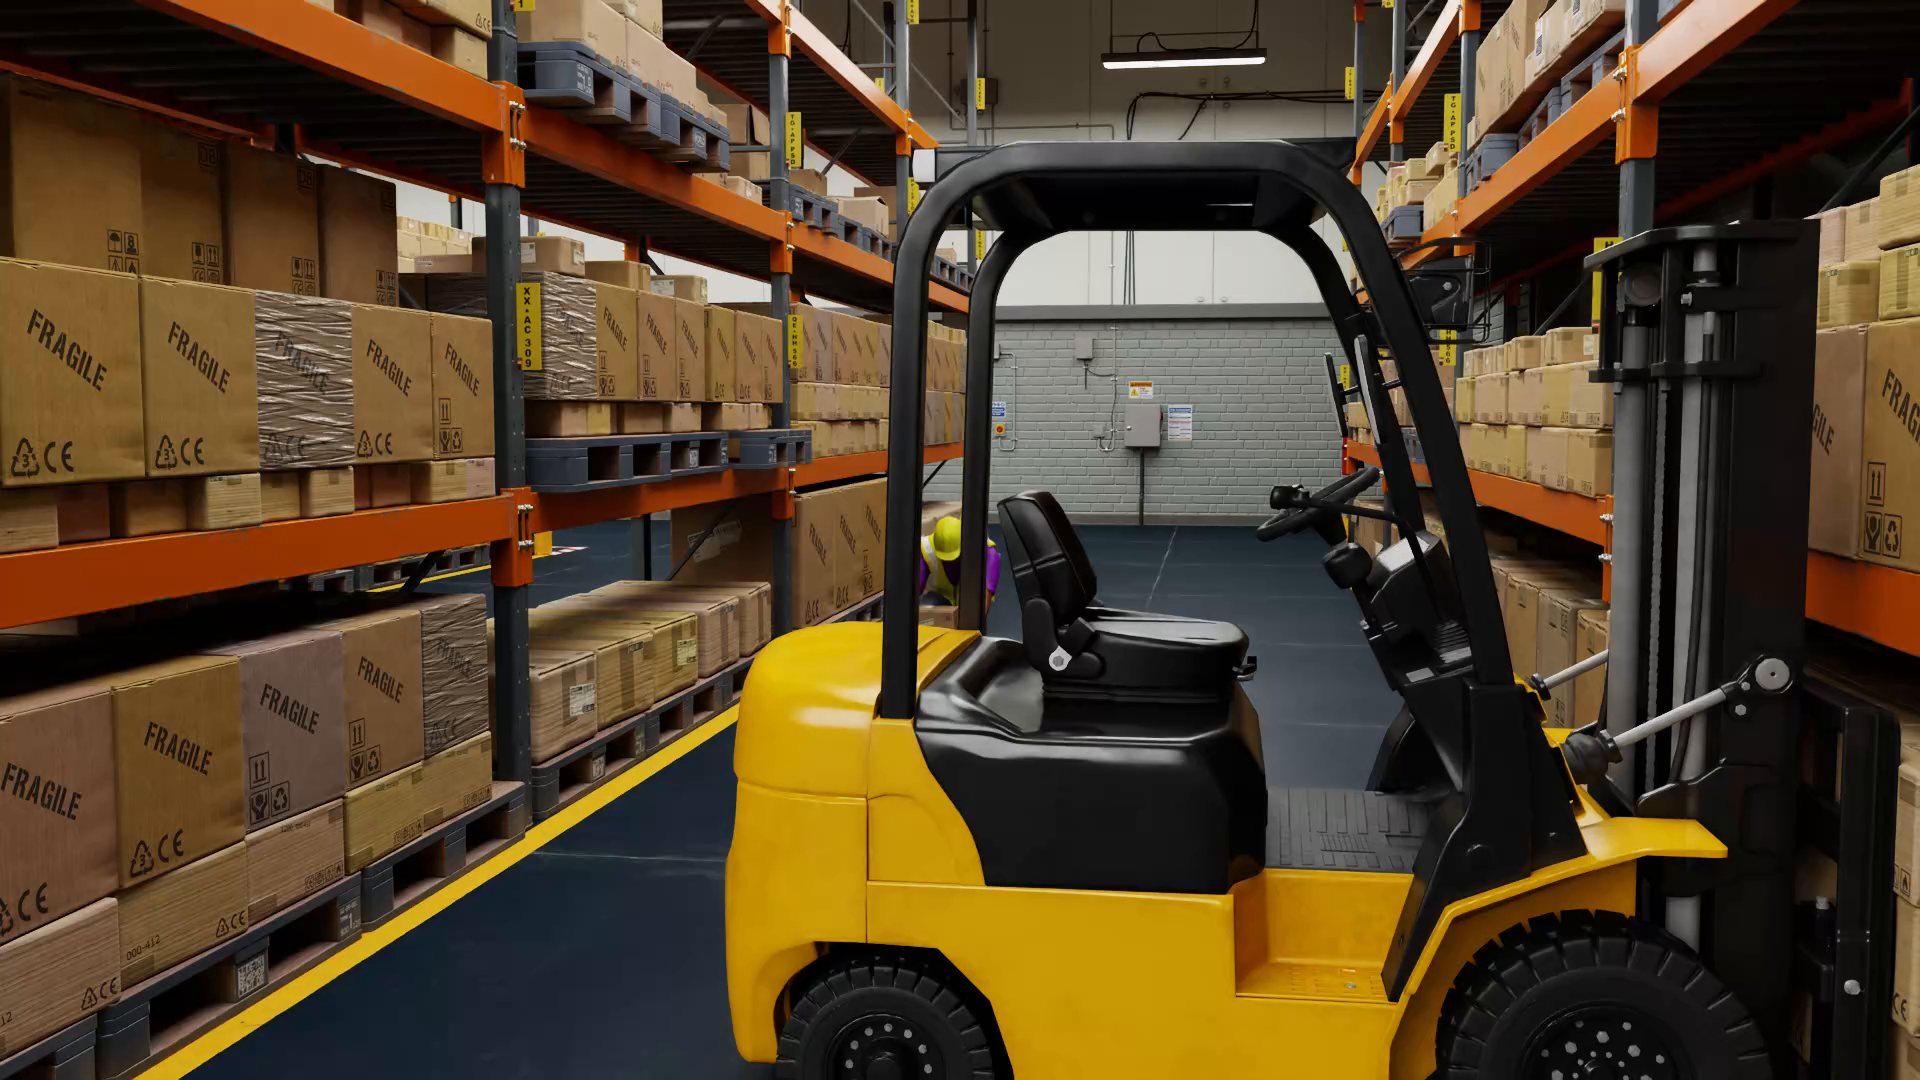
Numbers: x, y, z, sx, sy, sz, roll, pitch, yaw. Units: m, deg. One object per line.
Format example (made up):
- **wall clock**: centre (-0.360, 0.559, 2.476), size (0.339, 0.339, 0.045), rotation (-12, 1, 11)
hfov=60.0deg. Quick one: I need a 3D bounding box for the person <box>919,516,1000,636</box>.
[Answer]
- **person**: centre (-0.027, 0.335, 10.196), size (0.583, 0.996, 0.909), rotation (1, 5, 14)
